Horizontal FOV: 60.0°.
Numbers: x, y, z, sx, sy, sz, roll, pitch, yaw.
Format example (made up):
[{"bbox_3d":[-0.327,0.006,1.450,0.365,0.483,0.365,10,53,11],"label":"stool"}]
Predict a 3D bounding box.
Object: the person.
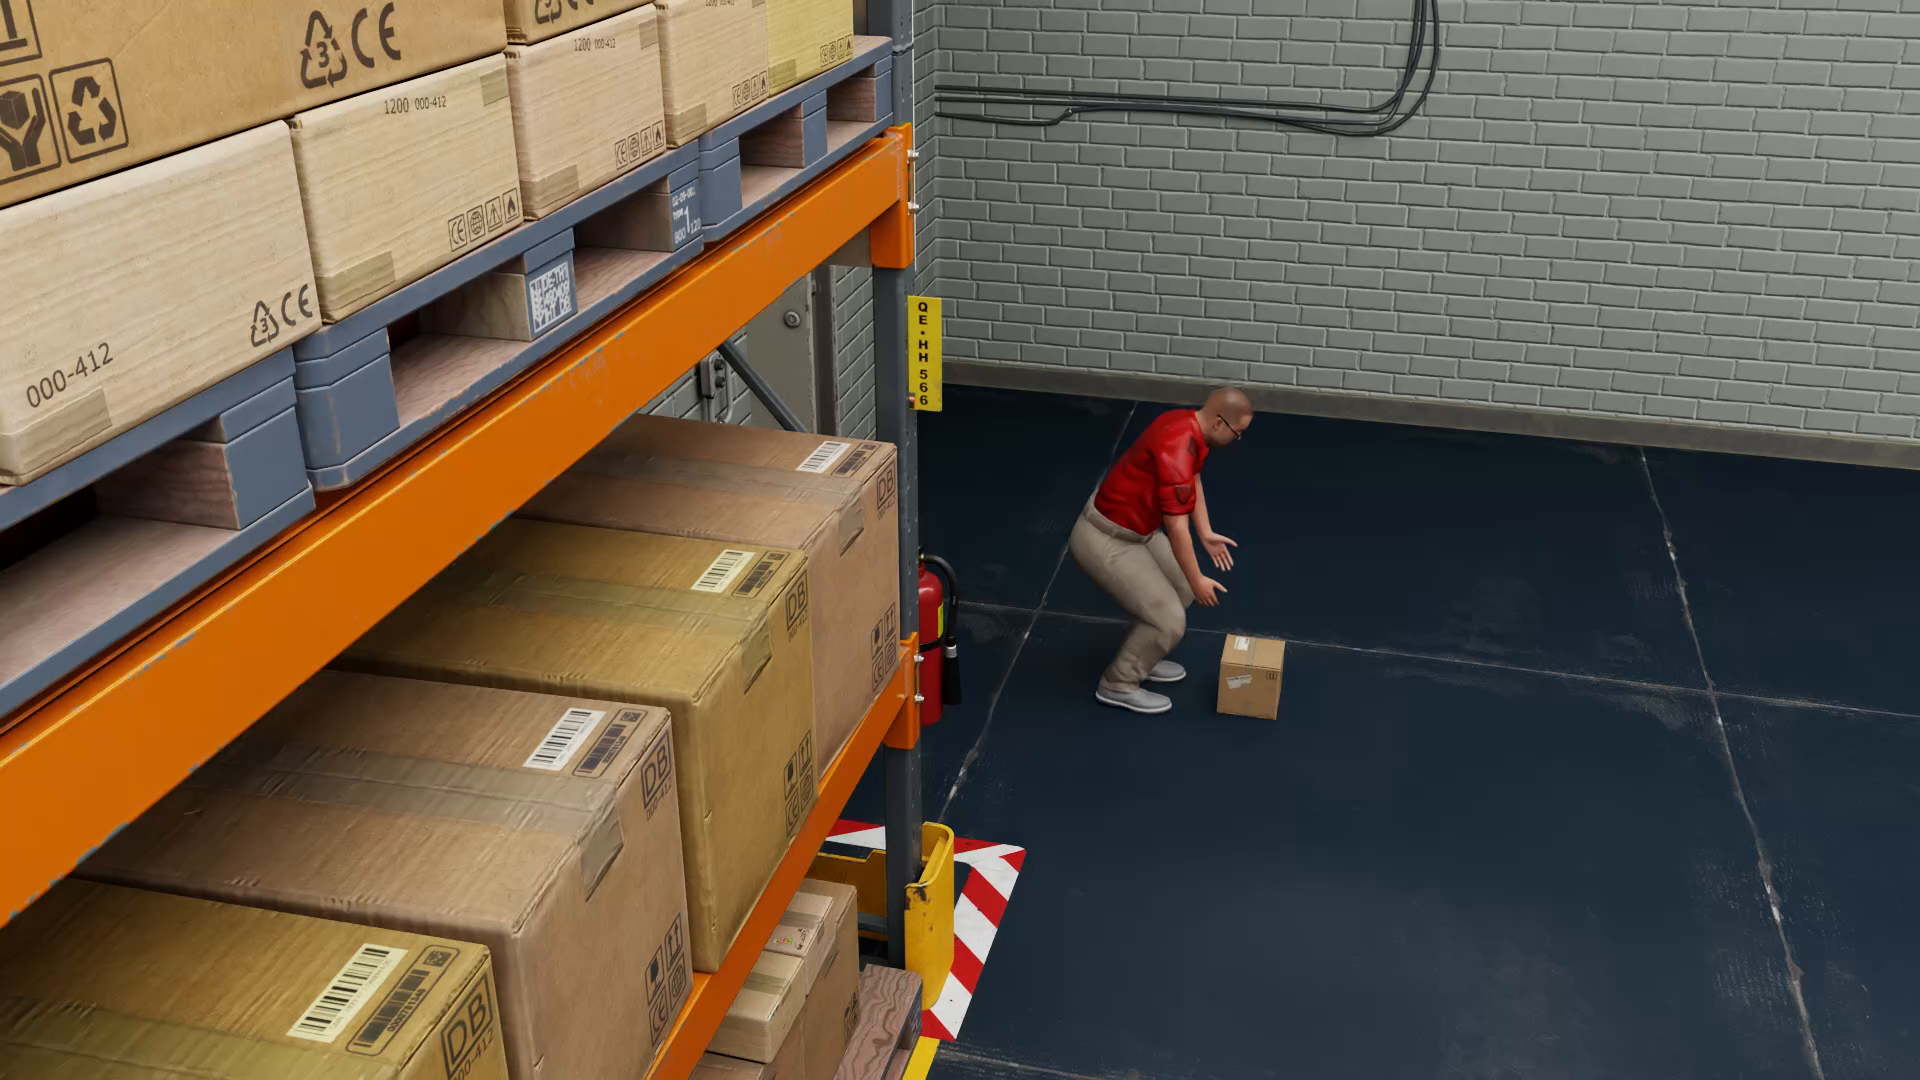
[{"bbox_3d":[0.830,0.007,7.000,0.707,1.409,0.590,6,26,13],"label":"person"}]
